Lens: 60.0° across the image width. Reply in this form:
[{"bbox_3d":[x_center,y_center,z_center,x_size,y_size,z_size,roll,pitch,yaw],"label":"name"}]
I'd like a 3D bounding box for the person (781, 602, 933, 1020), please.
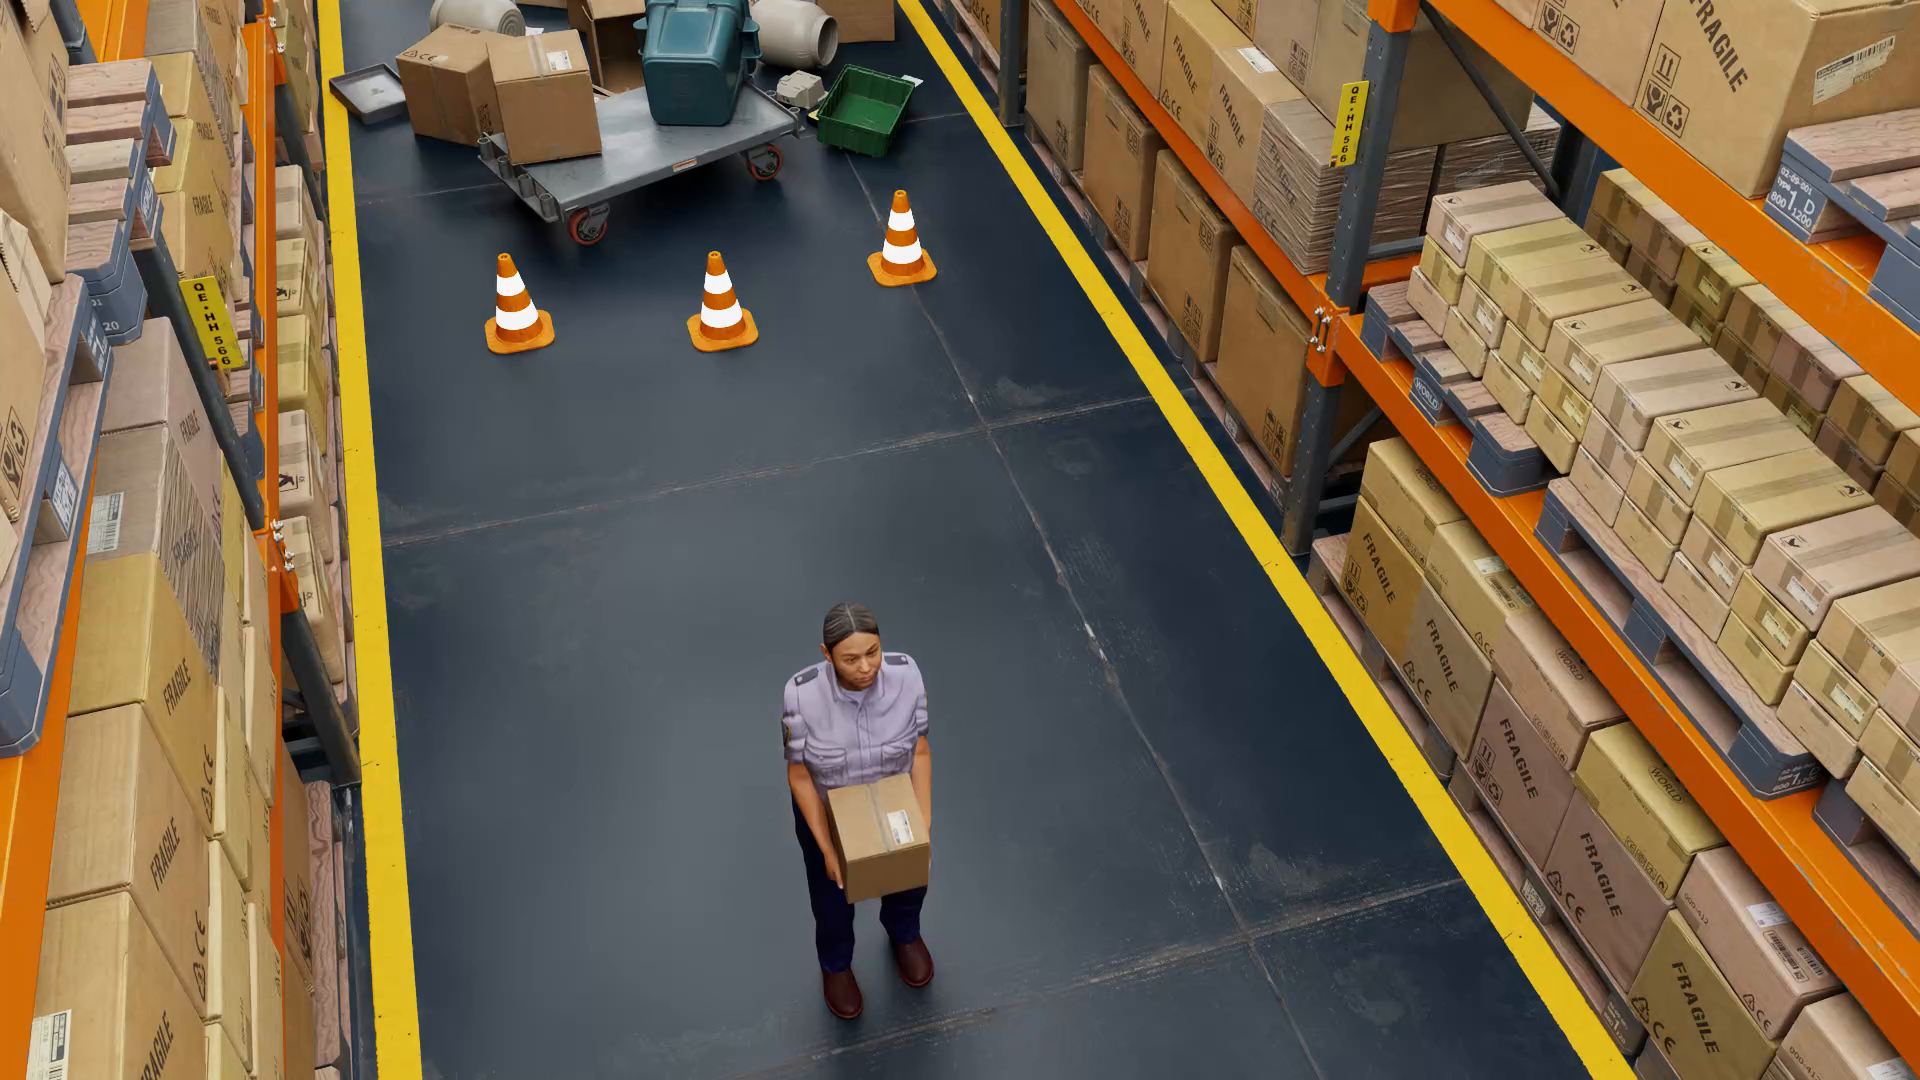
[{"bbox_3d":[-0.289,0.900,5.199,0.453,1.637,0.519,-11,44,-12],"label":"person"}]
